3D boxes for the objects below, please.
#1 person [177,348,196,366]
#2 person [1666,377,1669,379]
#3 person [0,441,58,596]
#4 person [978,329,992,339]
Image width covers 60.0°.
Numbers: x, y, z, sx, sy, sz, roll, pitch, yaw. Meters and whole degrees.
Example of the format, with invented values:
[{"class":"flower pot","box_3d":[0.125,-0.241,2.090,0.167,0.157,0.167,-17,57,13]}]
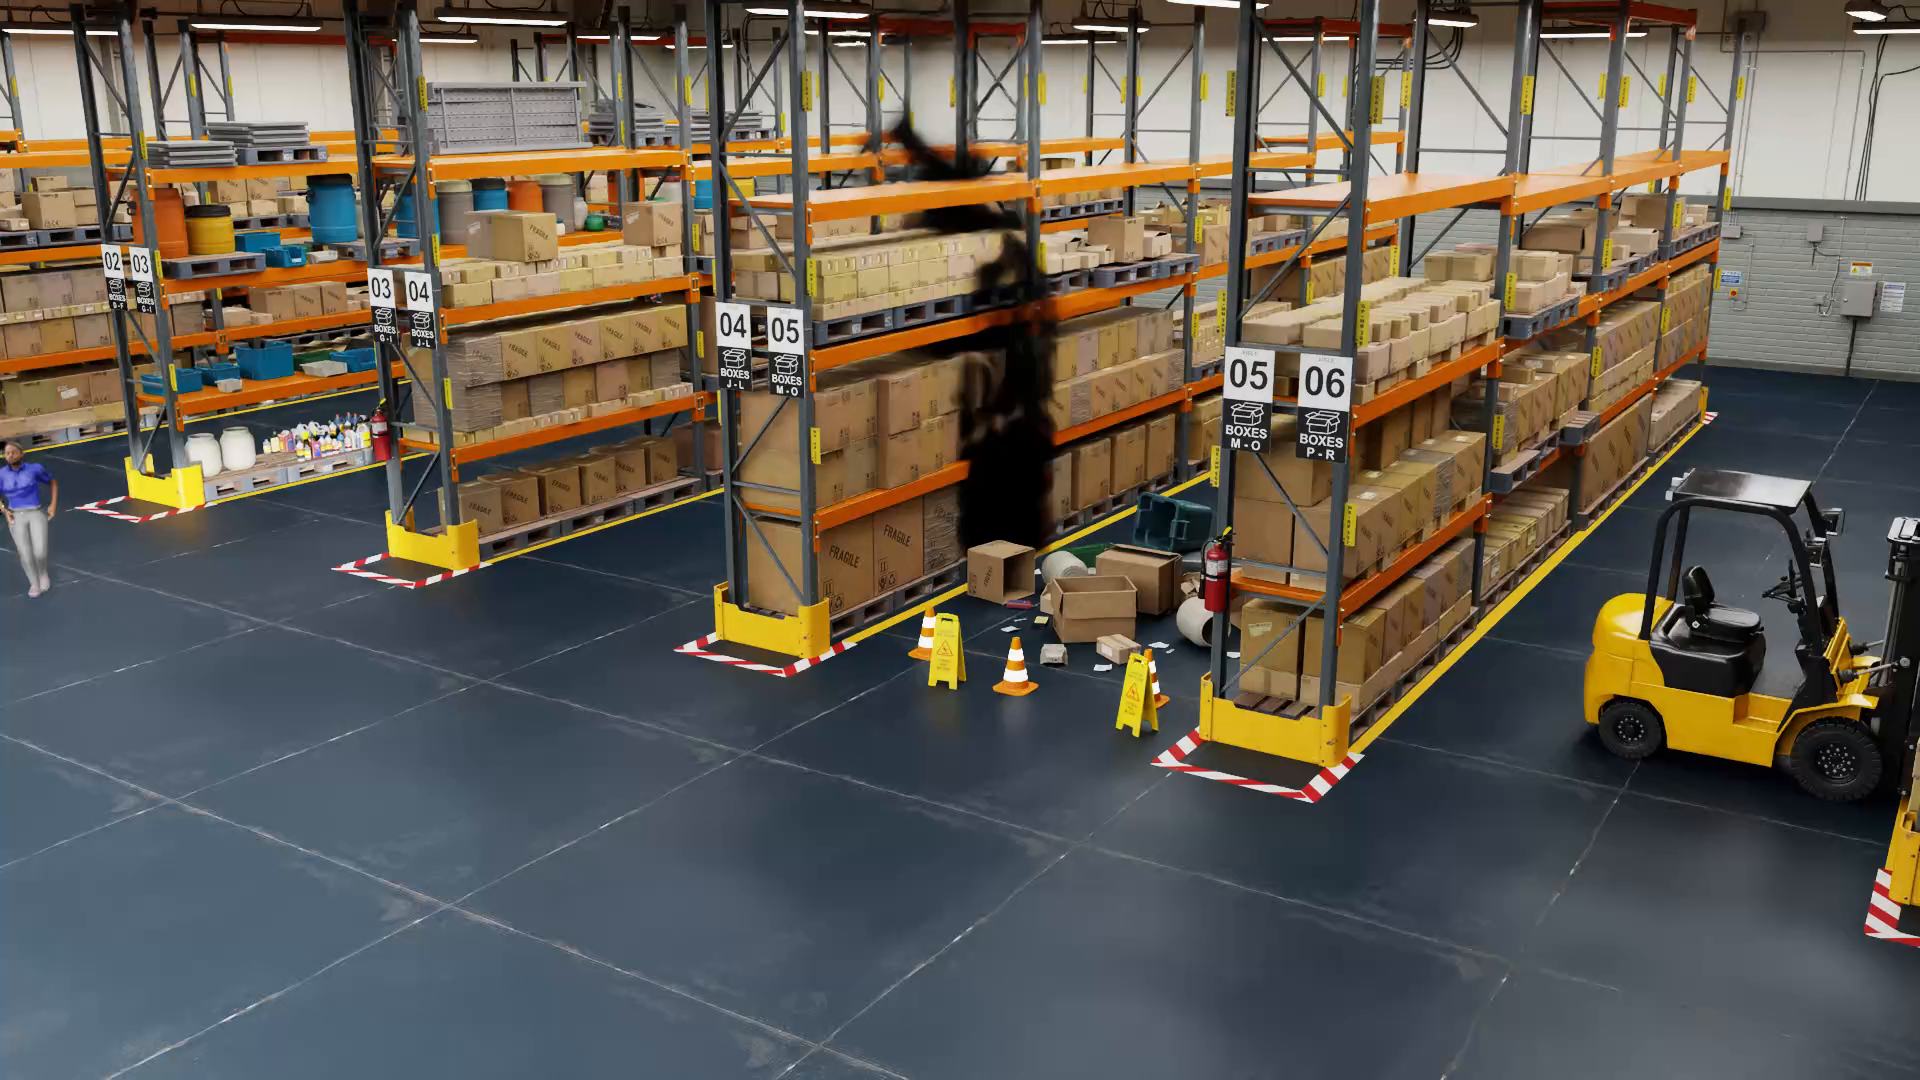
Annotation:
[{"class":"person","box_3d":[-13.114,-3.332,28.085,0.587,1.740,0.726,8,18,27]},{"class":"person","box_3d":[11.453,-3.119,27.238,0.740,1.727,0.617,-11,19,-35]},{"class":"person","box_3d":[-9.499,-0.203,16.944,0.590,1.615,0.552,-6,17,-22]},{"class":"person","box_3d":[0.351,-1.959,21.945,0.736,1.768,0.627,8,18,28]}]
